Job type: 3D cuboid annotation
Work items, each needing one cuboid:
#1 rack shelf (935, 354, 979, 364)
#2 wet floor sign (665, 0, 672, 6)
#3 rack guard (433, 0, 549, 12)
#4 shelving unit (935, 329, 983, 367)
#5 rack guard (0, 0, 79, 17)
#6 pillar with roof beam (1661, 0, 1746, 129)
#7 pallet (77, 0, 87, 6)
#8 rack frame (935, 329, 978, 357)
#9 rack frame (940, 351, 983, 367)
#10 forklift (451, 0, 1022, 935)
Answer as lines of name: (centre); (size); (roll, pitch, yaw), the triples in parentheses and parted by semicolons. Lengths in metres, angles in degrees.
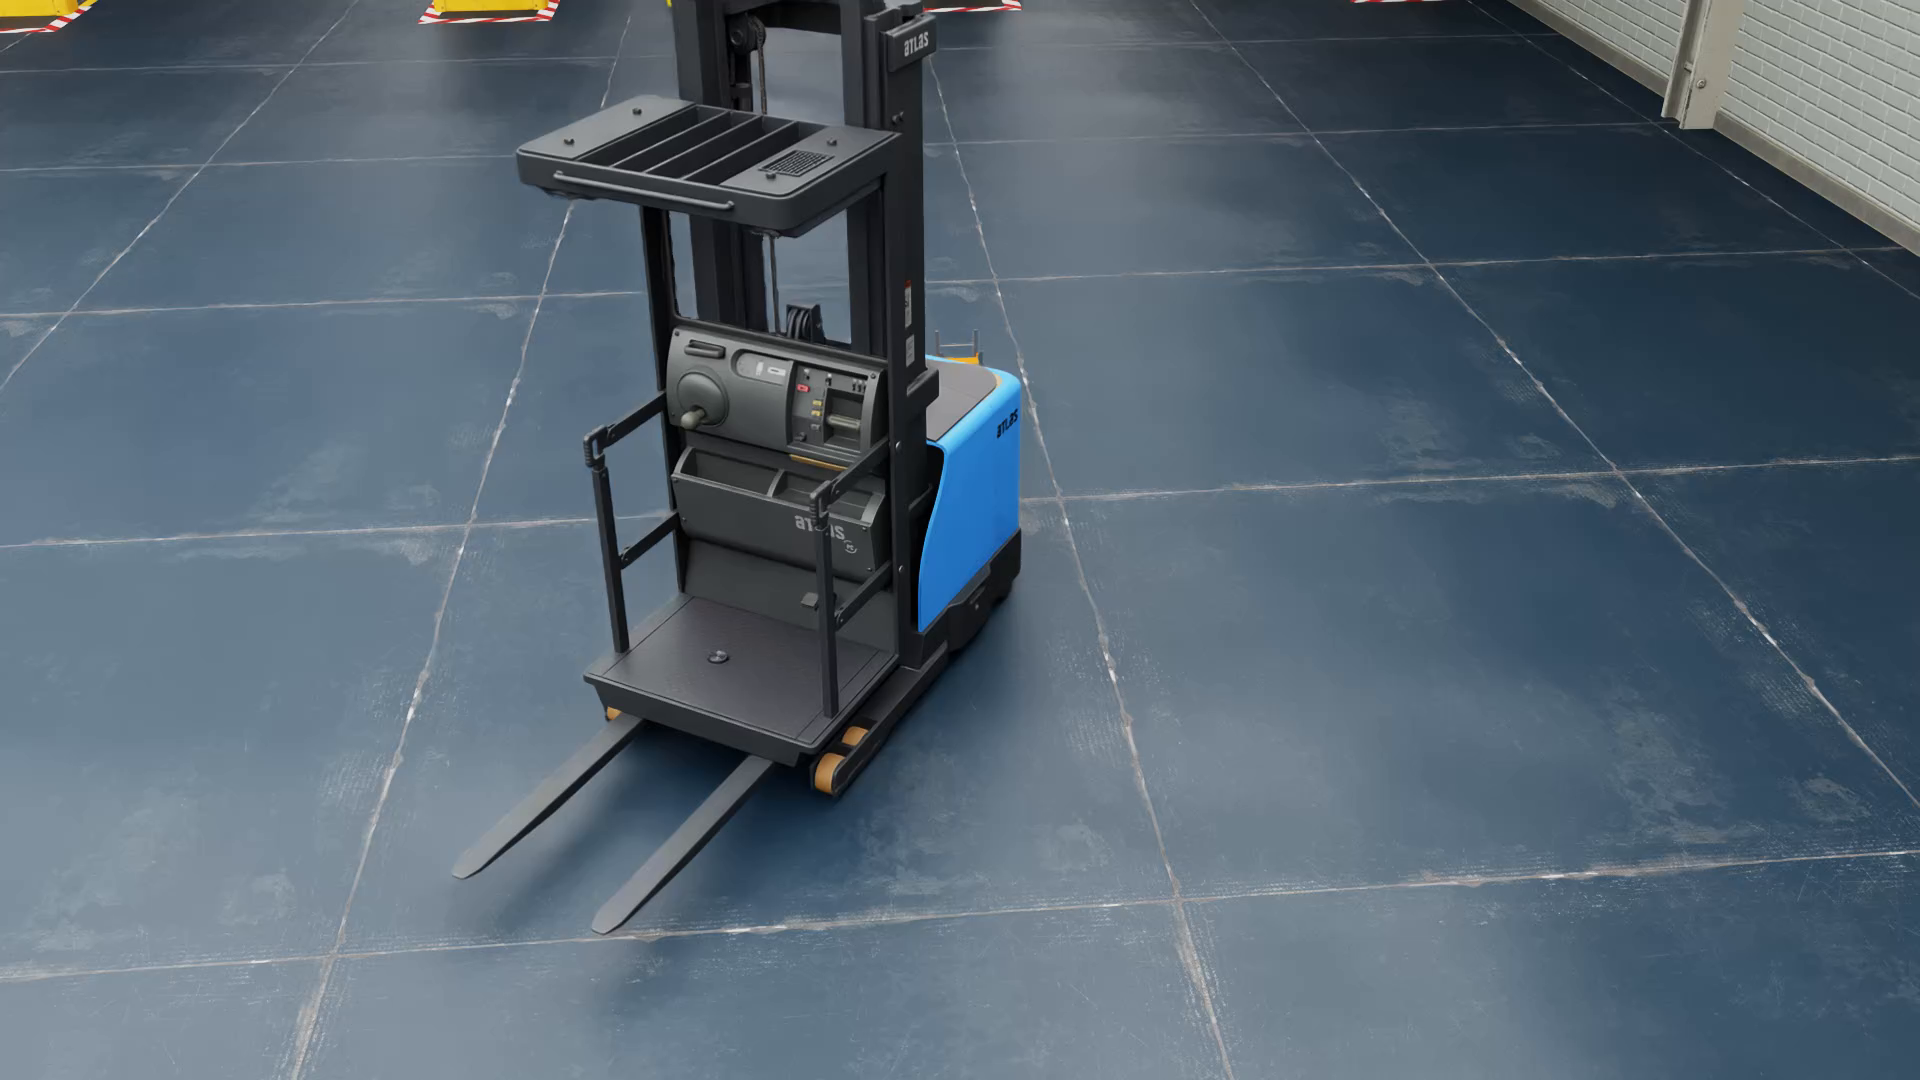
rack shelf: (-0.005, -0.713, 7.886); (0.215, 0.259, 0.240); (-3, 31, -5)
wet floor sign: (-3.037, -6.079, 17.798); (0.267, 0.644, 0.232); (-8, 32, -13)
rack guard: (-5.009, -5.924, 17.681); (1.175, 0.500, 0.348); (-3, 31, -5)
shelving unit: (-0.005, -0.478, 8.027); (0.215, 1.050, 0.252); (-3, 31, -5)
rack guard: (-9.966, -5.789, 17.455); (1.175, 0.500, 0.348); (-3, 31, -5)
pillar with roof beam: (1.956, -7.243, 11.600); (9.100, 9.000, 0.400); (-3, 31, -5)
pallet: (-10.007, -6.082, 18.226); (1.003, 0.211, 1.213); (-3, 31, -5)
rack frame: (-0.016, -0.540, 8.131); (0.200, 1.050, 0.008); (-3, 31, -5)
rack frame: (0.006, -0.416, 7.922); (0.200, 1.050, 0.008); (-3, 31, -5)
forklift: (-0.821, -0.511, 6.247); (1.130, 2.935, 3.031); (14, 34, 22)
